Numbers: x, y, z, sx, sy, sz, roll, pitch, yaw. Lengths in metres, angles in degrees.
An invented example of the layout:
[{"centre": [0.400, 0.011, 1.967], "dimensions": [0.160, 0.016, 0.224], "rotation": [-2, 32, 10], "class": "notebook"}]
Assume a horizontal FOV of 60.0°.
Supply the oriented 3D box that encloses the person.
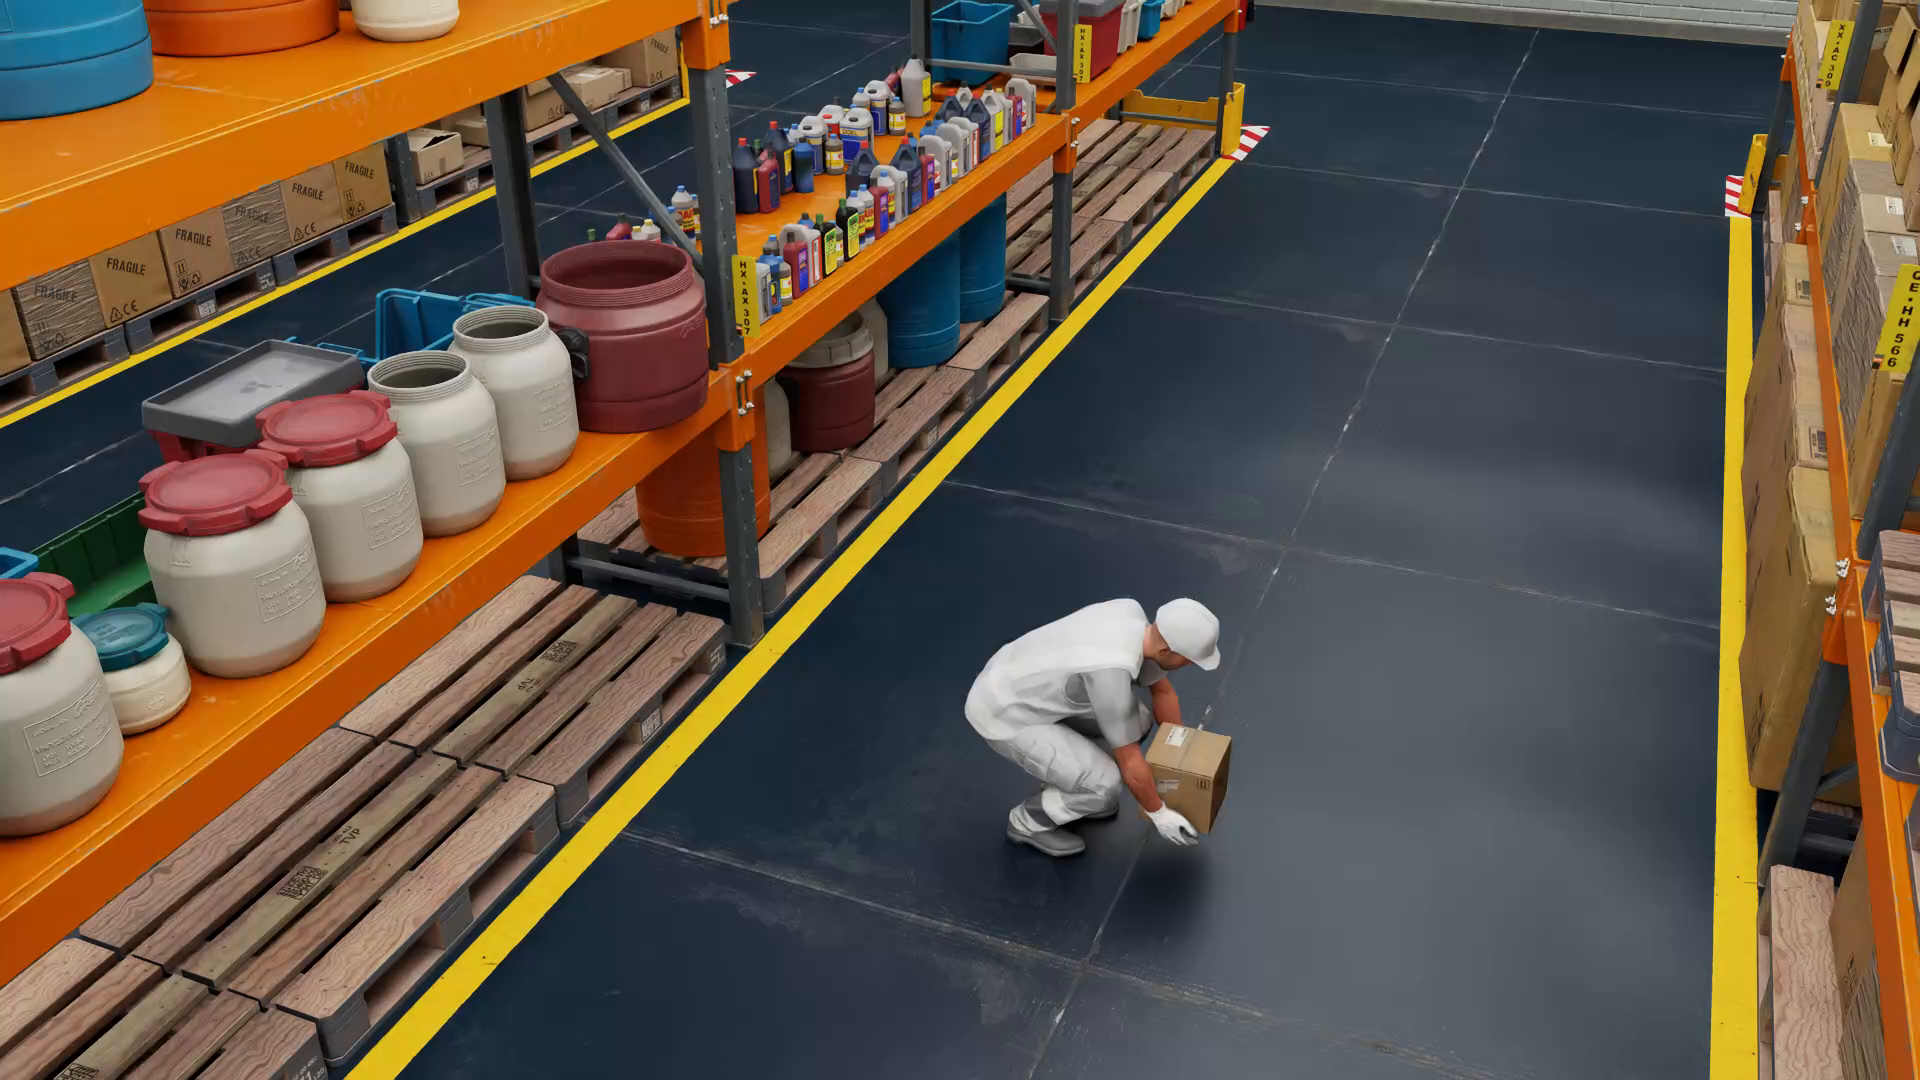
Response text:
[{"centre": [0.473, 0.605, 5.831], "dimensions": [0.881, 1.007, 0.575], "rotation": [11, 31, 19], "class": "person"}]
